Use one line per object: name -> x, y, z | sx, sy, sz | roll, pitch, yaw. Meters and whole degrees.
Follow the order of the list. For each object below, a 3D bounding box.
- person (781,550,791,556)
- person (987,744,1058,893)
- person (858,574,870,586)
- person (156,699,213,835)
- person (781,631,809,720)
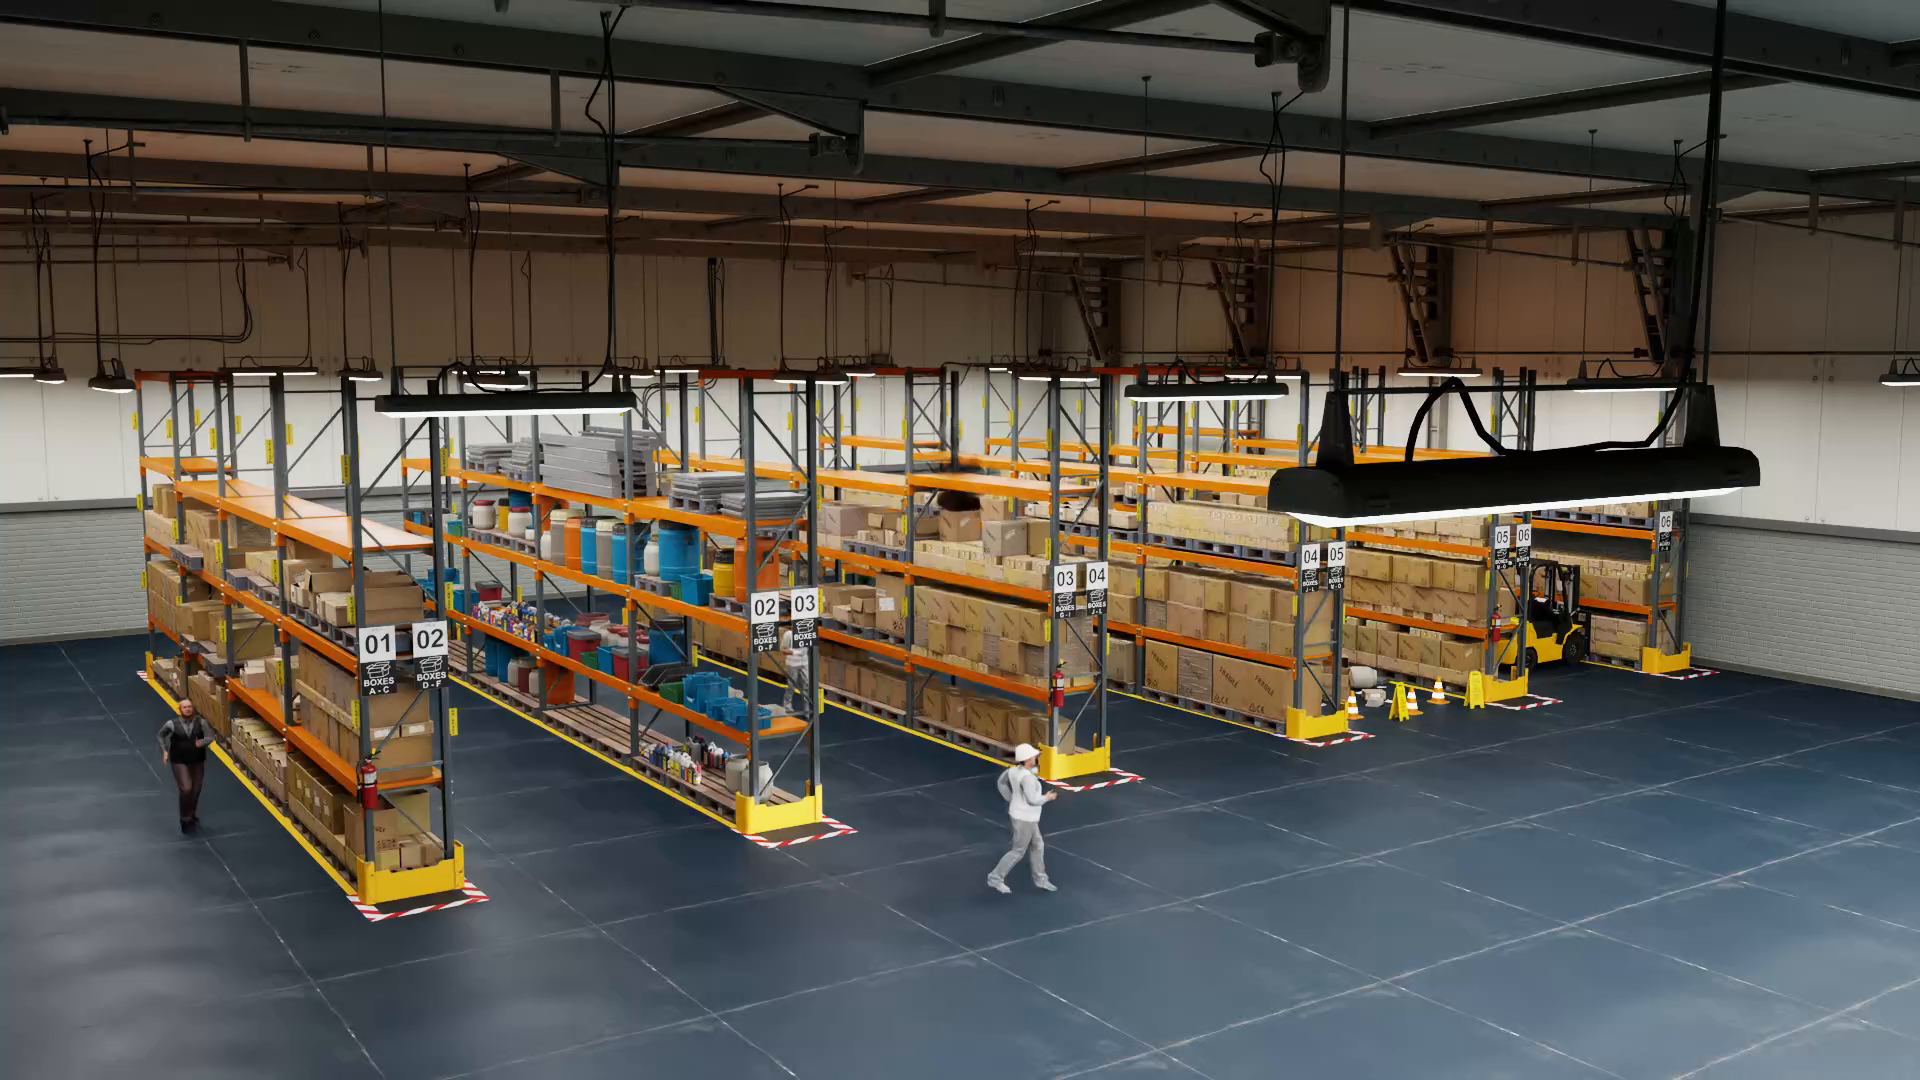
person -> -4.216, 1.037, 39.394 | 0.669, 1.633, 0.967 | -1, 6, -5
person -> 0.737, 3.259, 19.331 | 0.876, 1.812, 0.651 | -1, 7, -9
person -> -2.376, 0.748, 41.929 | 0.541, 1.727, 0.729 | 3, 7, 25
person -> -10.237, 2.955, 22.054 | 0.624, 1.694, 0.752 | -6, 9, -42
person -> -2.831, 2.201, 28.822 | 0.658, 1.837, 0.798 | -4, 8, -34
